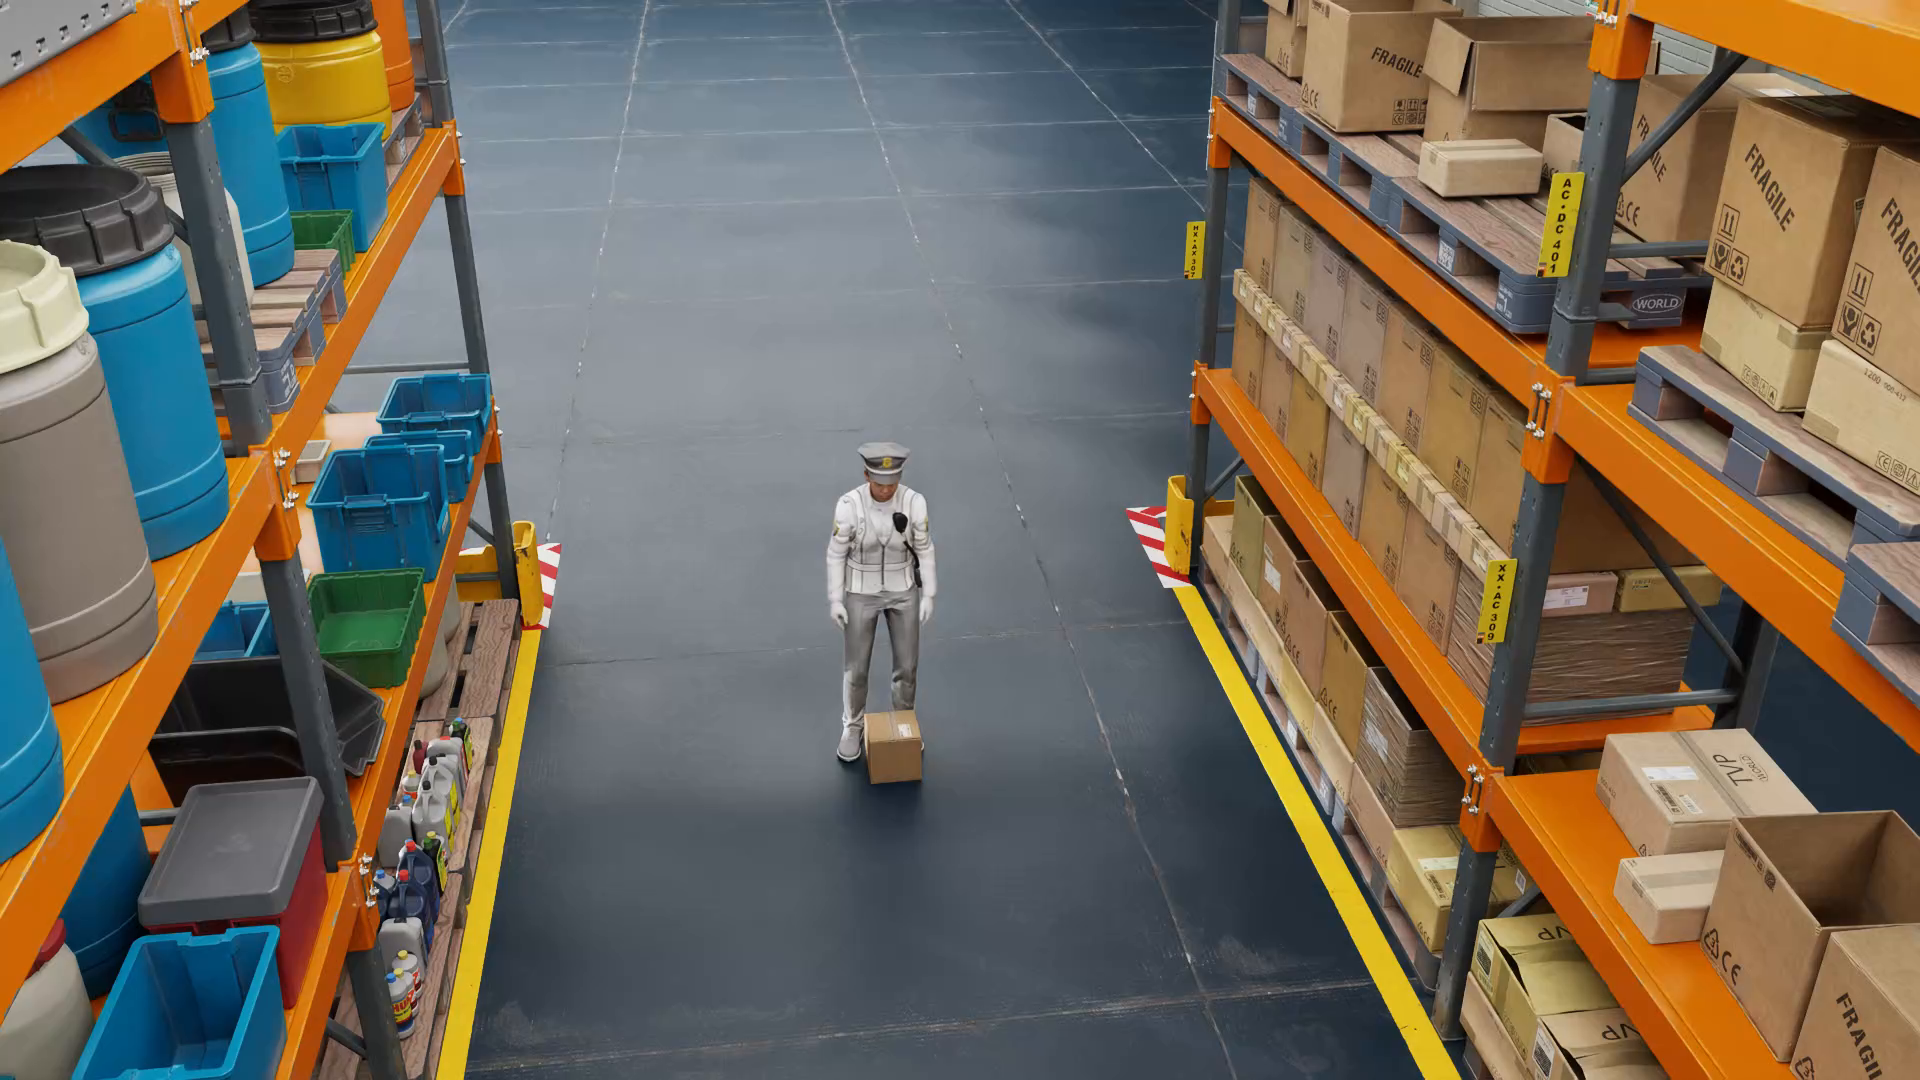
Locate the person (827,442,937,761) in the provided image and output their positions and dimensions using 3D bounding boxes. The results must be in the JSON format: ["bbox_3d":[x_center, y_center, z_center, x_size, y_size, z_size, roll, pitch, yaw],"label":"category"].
[{"bbox_3d":[-0.376,0.282,8.069,0.530,1.662,0.371,-3,28,-7],"label":"person"}]
